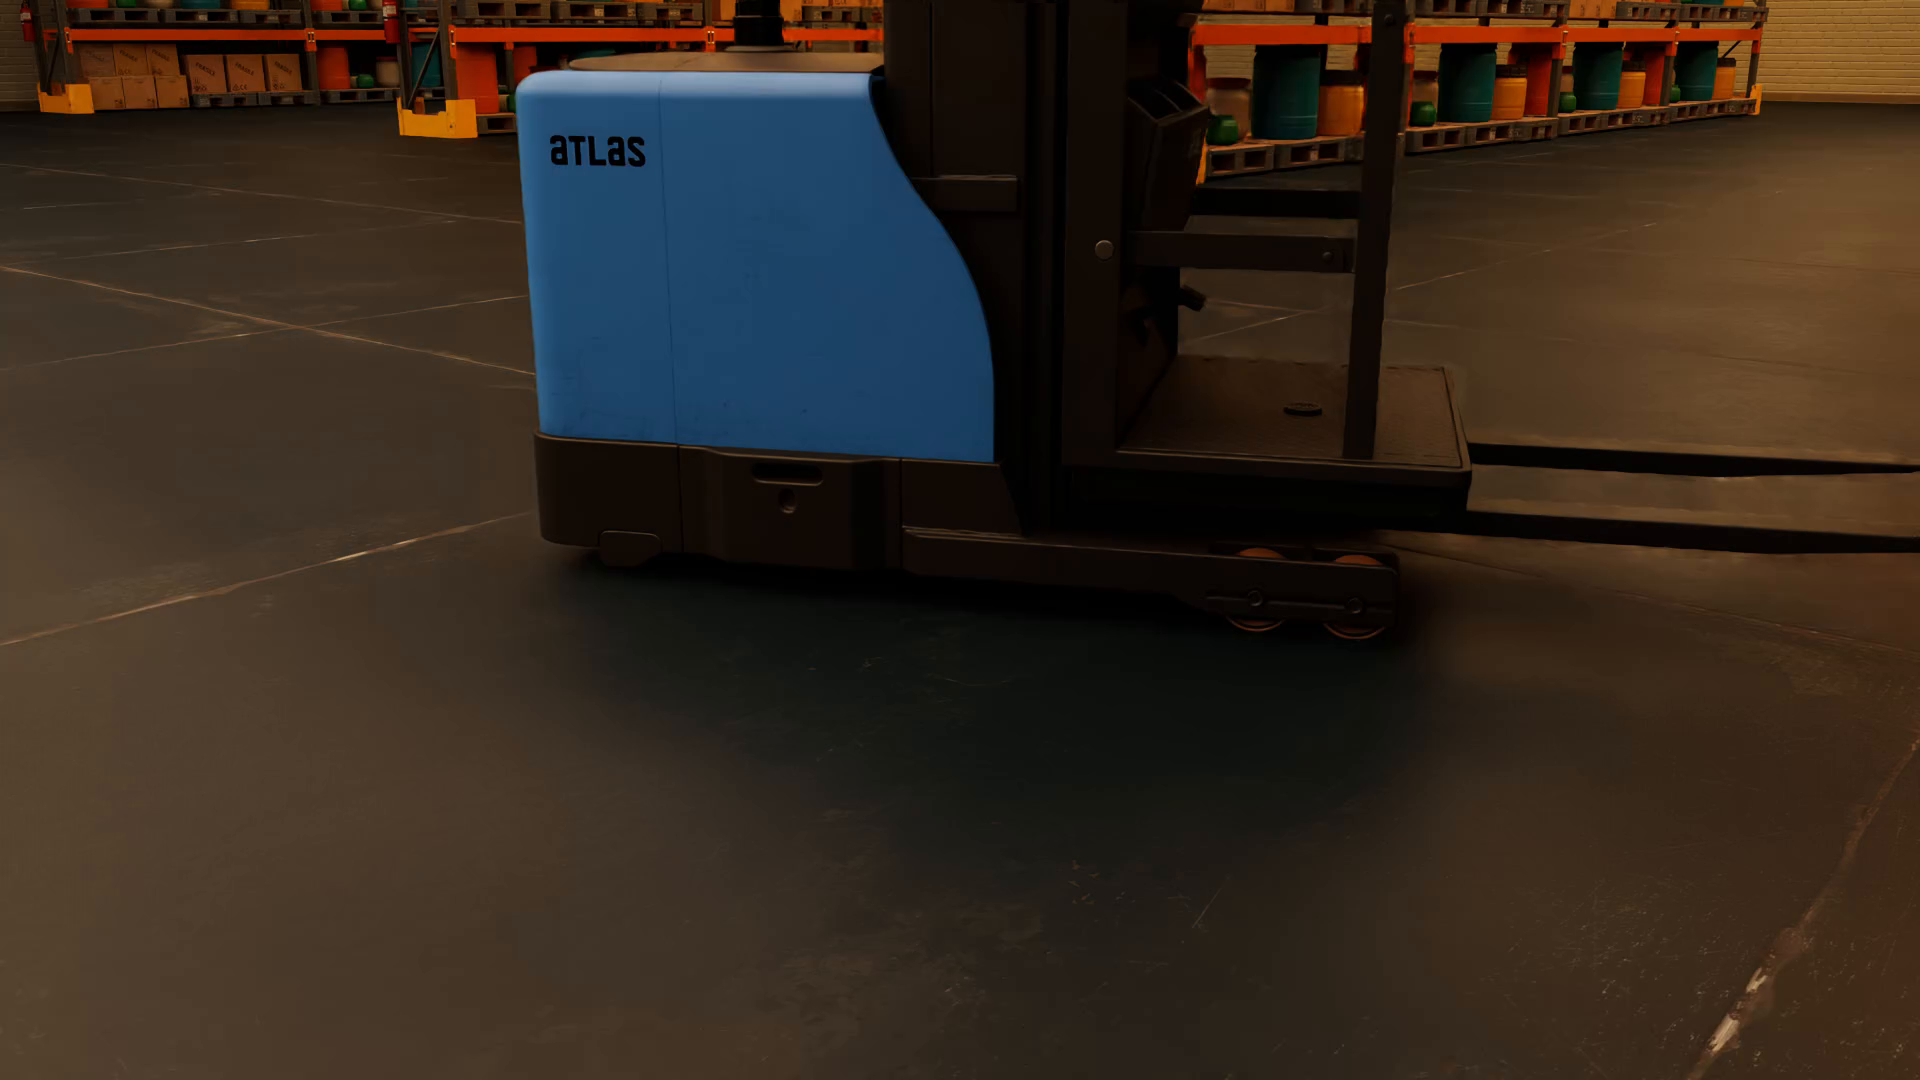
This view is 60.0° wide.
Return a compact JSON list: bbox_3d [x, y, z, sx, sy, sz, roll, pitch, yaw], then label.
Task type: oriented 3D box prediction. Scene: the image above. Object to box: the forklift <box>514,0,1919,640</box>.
[{"bbox_3d":[0.629,-1.374,3.424,3.031,2.935,1.130,4,17,13],"label":"forklift"}]
